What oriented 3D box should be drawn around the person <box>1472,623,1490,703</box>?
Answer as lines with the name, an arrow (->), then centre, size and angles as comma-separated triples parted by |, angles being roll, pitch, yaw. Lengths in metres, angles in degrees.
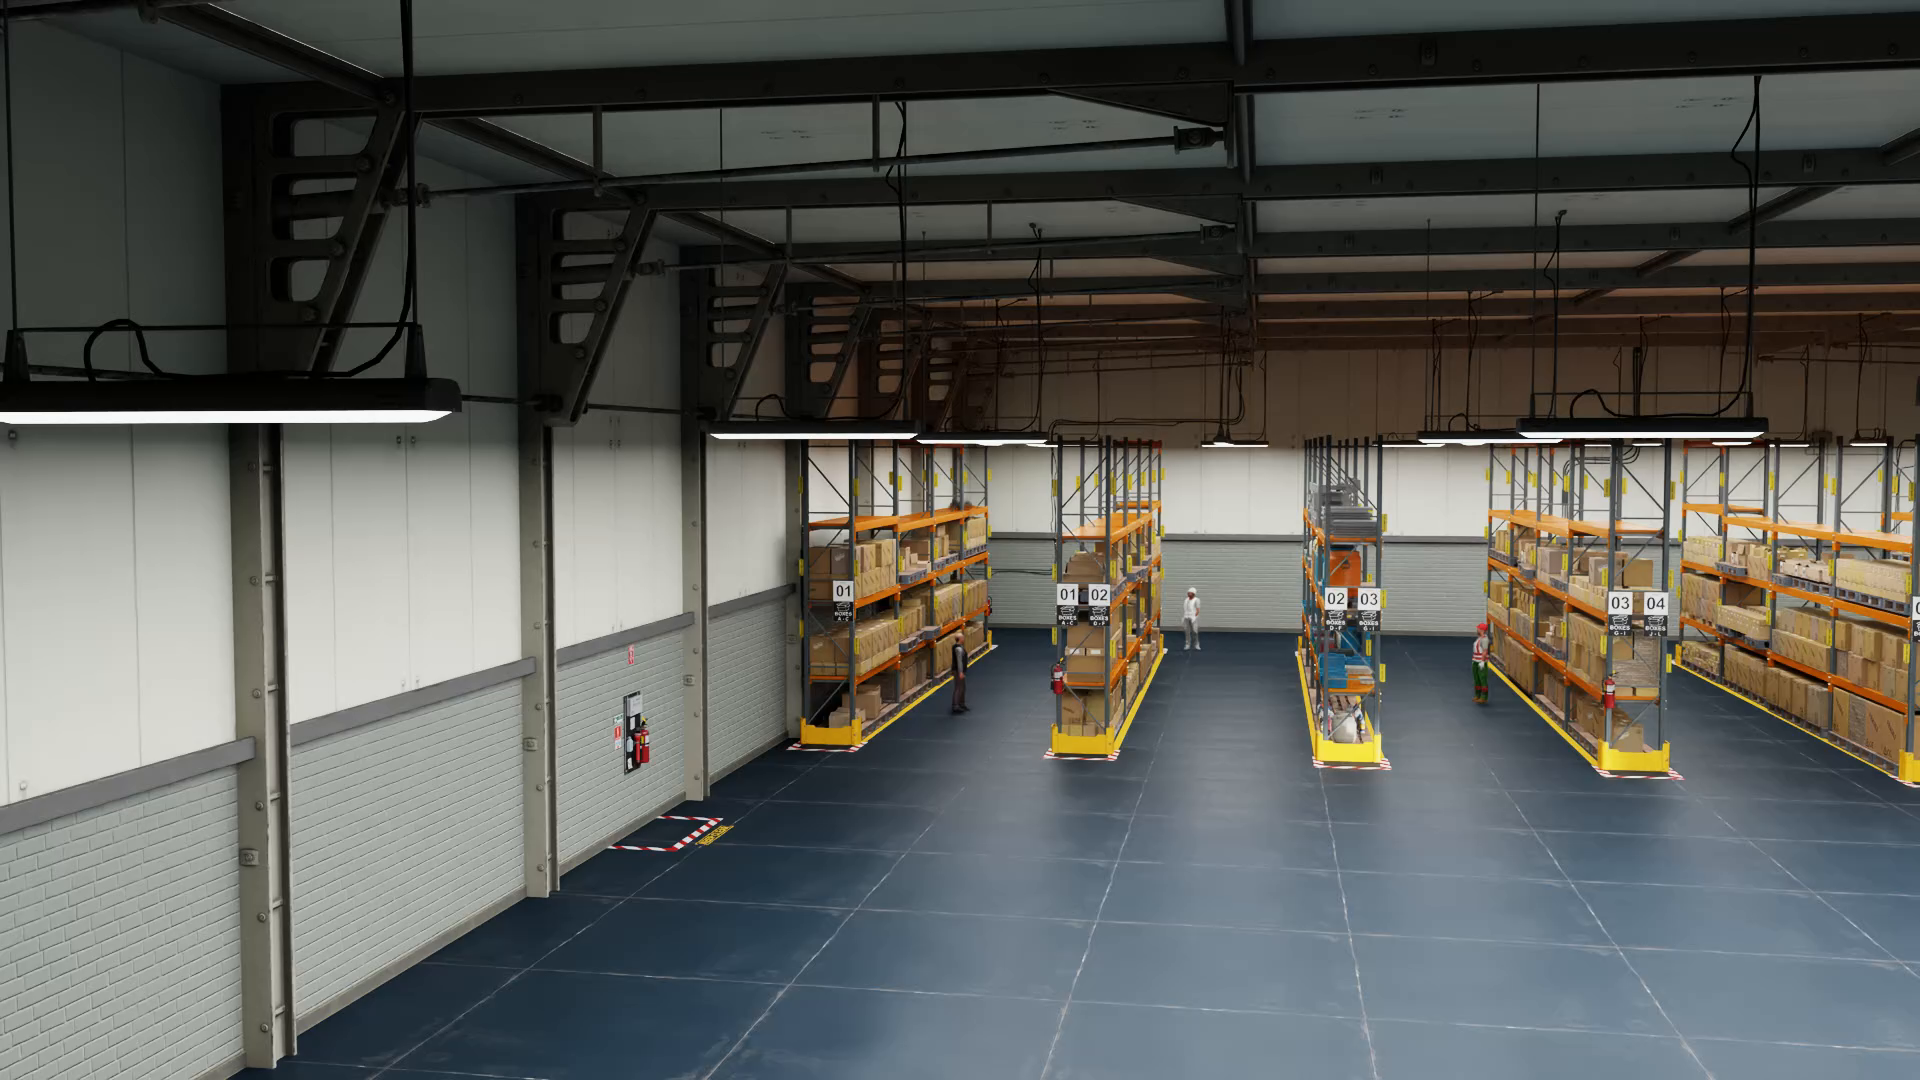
person -> 11.824, 2.782, 37.806 | 0.433, 1.796, 0.548 | -1, 3, -15

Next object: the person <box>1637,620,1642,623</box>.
person -> 18.347, 2.453, 45.294 | 0.469, 1.629, 0.929 | 2, 4, 33

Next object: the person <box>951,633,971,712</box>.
person -> 0.039, 2.913, 36.358 | 0.461, 1.753, 0.587 | 0, 3, -4

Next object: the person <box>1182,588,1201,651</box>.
person -> 6.597, 2.258, 47.547 | 0.627, 1.787, 0.477 | 2, 4, 37
